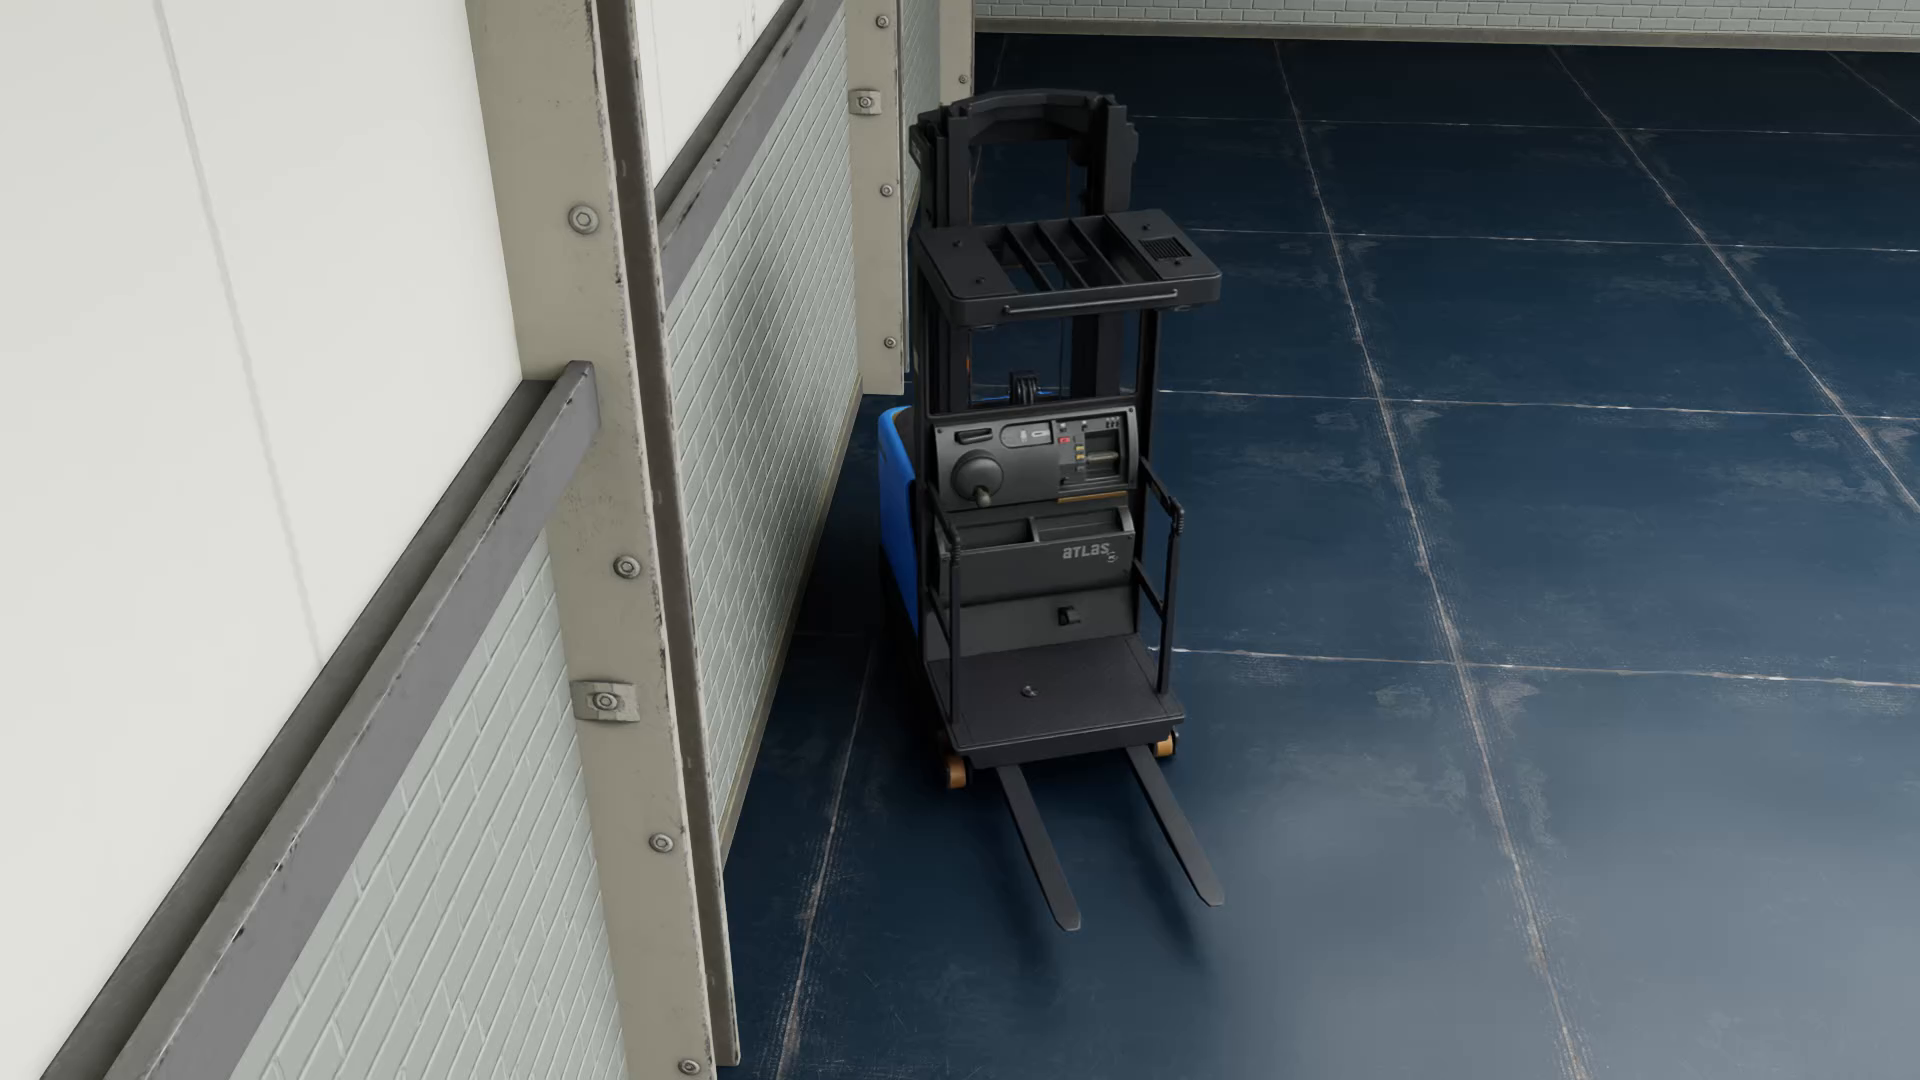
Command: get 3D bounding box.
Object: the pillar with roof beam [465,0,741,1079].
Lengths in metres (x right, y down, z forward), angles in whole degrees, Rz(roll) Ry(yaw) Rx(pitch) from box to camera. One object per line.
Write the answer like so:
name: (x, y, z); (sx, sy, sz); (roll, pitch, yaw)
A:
pillar with roof beam: (3.285, -1.587, 3.529); (9.100, 9.000, 0.400); (2, 32, 4)

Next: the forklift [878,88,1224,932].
forklift: (0.396, -0.320, 7.256); (1.130, 2.935, 3.031); (-7, 32, -11)

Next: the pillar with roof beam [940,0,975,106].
pillar with roof beam: (4.262, -7.862, 13.711); (9.100, 9.000, 0.400); (2, 32, 4)

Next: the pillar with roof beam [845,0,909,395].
pillar with roof beam: (3.773, -4.725, 8.620); (9.100, 9.000, 0.400); (2, 32, 4)
